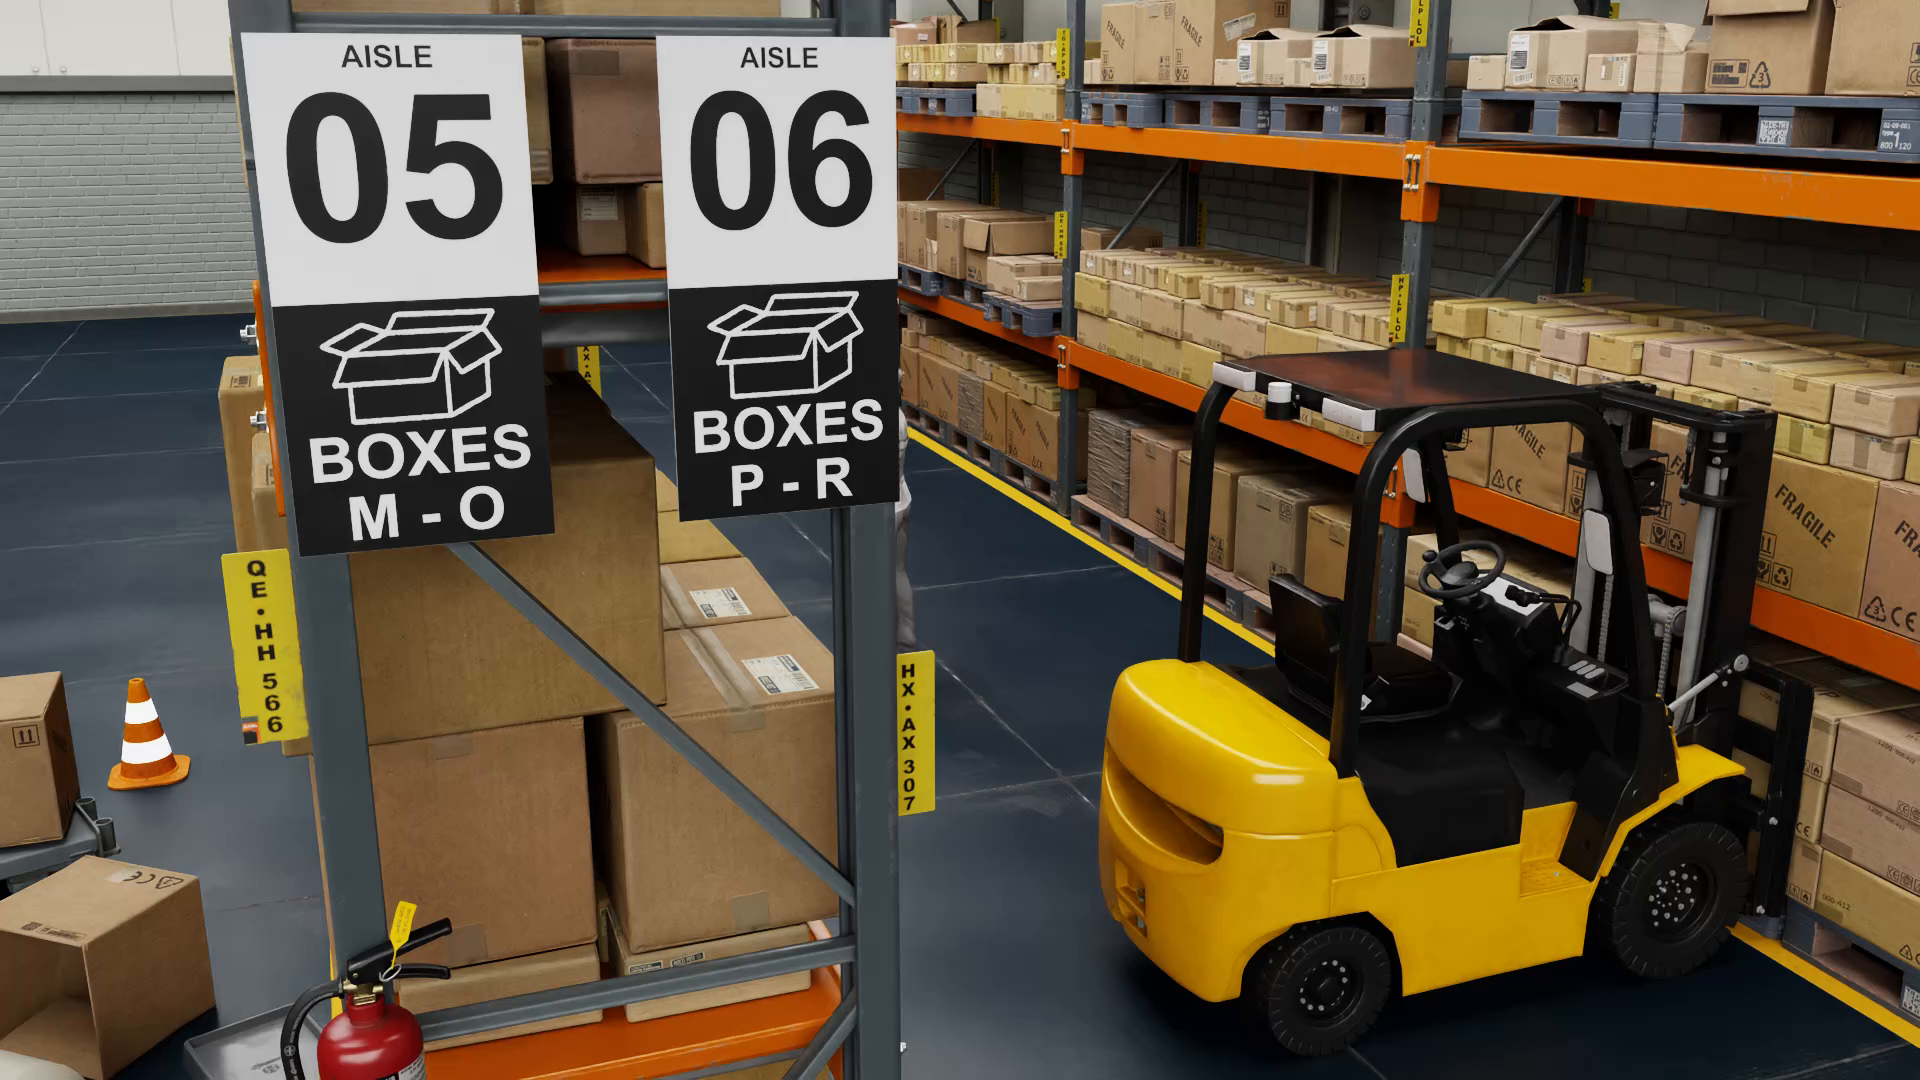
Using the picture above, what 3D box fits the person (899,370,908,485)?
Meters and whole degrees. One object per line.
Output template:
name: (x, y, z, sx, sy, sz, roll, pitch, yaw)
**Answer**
person: (-0.435, -0.458, 8.870, 0.316, 1.015, 0.452, 3, 16, 10)
